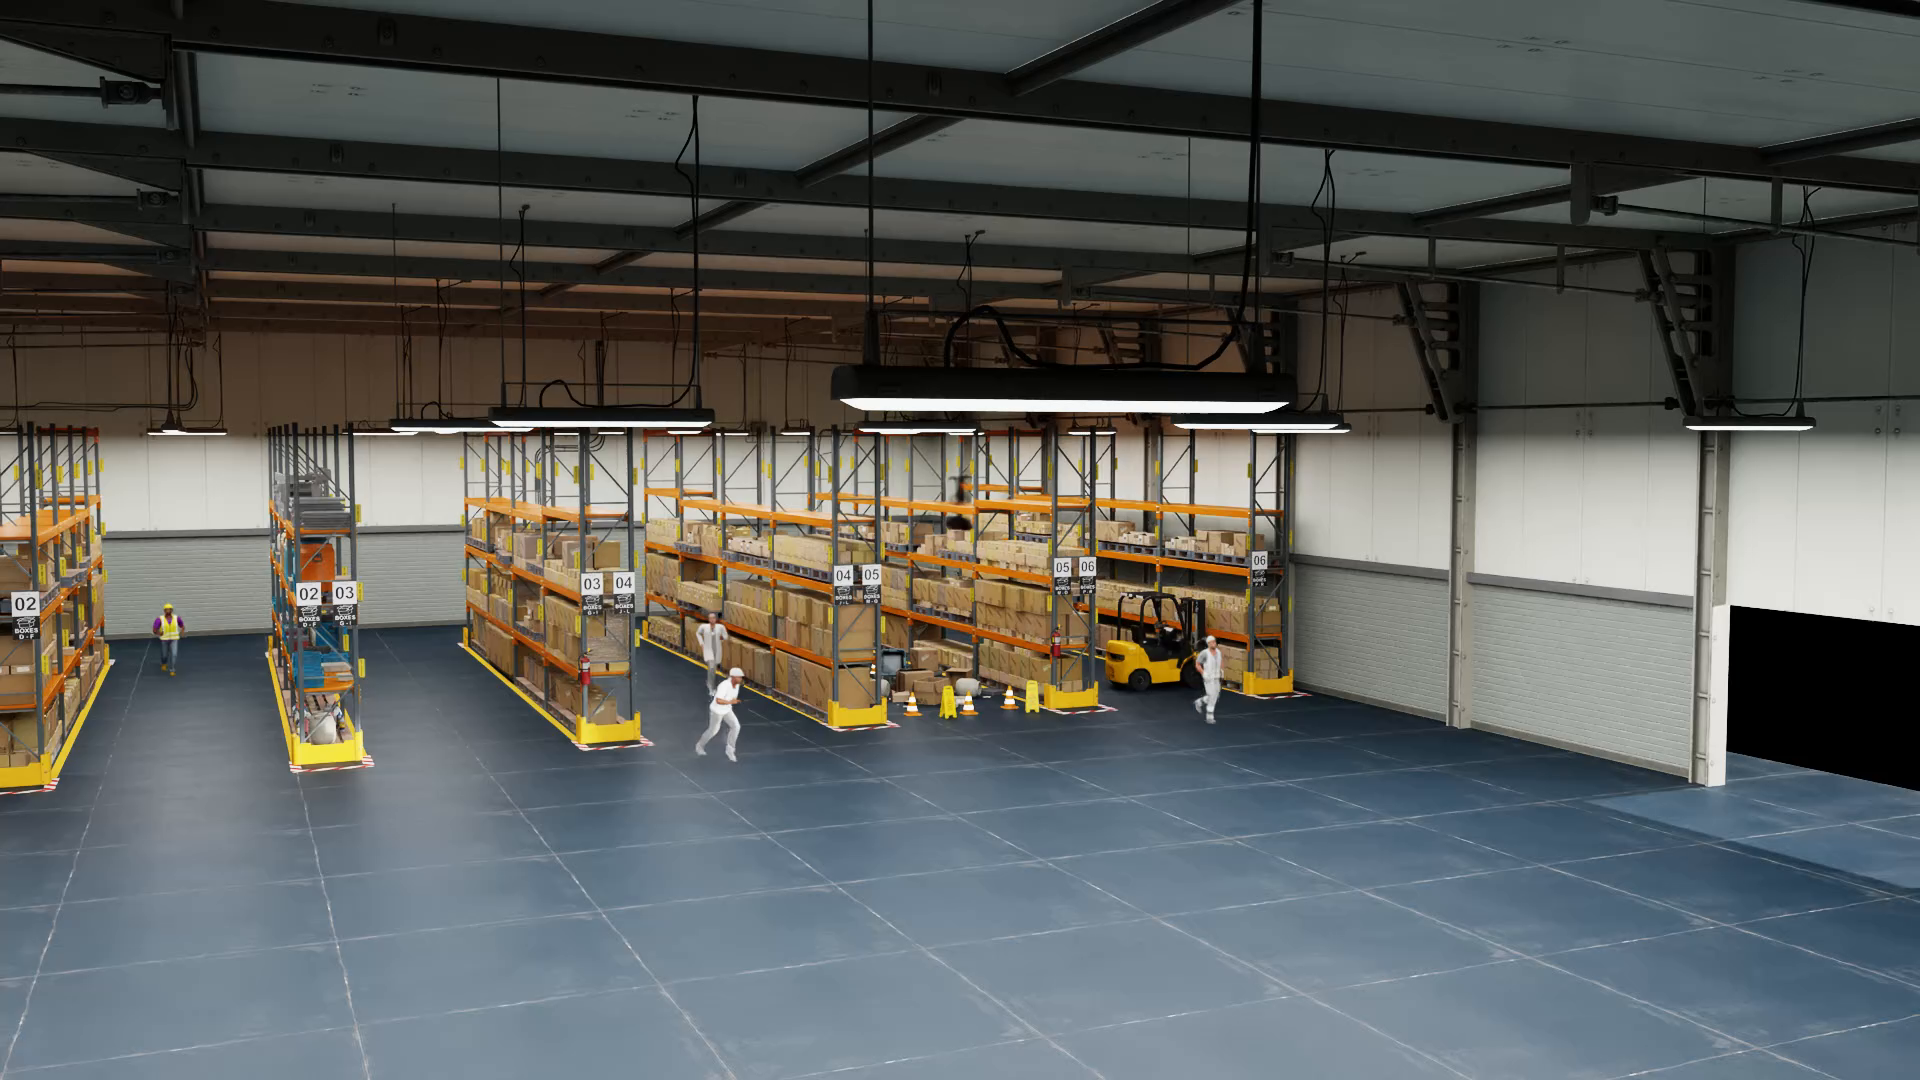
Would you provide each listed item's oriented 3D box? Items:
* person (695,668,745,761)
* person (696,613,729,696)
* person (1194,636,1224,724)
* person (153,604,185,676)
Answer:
[{"bbox_3d":[-4.262,3.108,29.621,1.010,1.720,0.743,1,4,22],"label":"person"},{"bbox_3d":[-5.548,2.562,37.388,0.670,1.853,0.865,-1,4,-22],"label":"person"},{"bbox_3d":[5.023,2.799,33.580,0.671,1.773,0.646,-2,4,-32],"label":"person"},{"bbox_3d":[-19.081,2.408,40.143,0.714,1.733,0.791,-2,4,-31],"label":"person"}]
